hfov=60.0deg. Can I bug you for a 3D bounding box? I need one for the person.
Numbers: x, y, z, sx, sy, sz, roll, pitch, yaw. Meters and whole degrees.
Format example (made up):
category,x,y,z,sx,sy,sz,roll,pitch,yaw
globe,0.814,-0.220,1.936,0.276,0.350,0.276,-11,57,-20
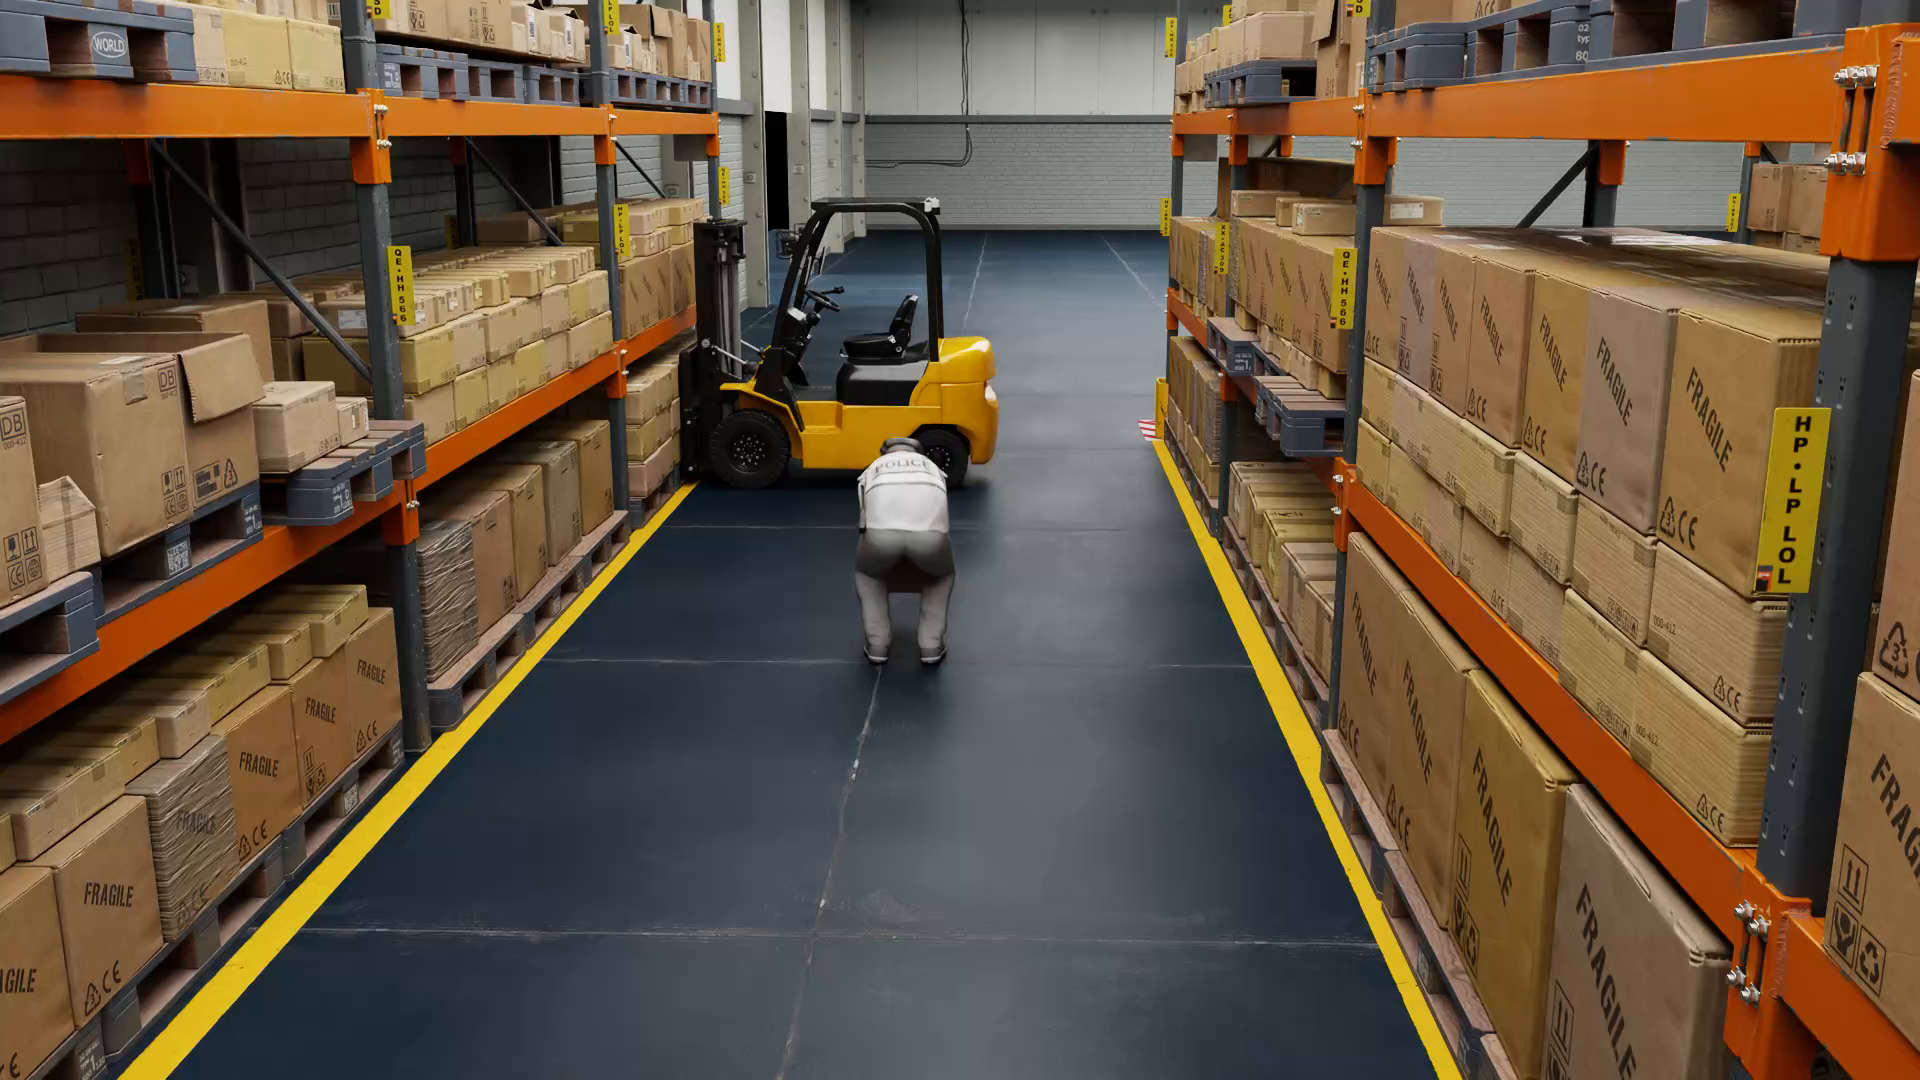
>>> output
category,x,y,z,sx,sy,sz,roll,pitch,yaw
person,-0.290,0.048,8.735,0.537,1.064,1.032,0,14,-1
